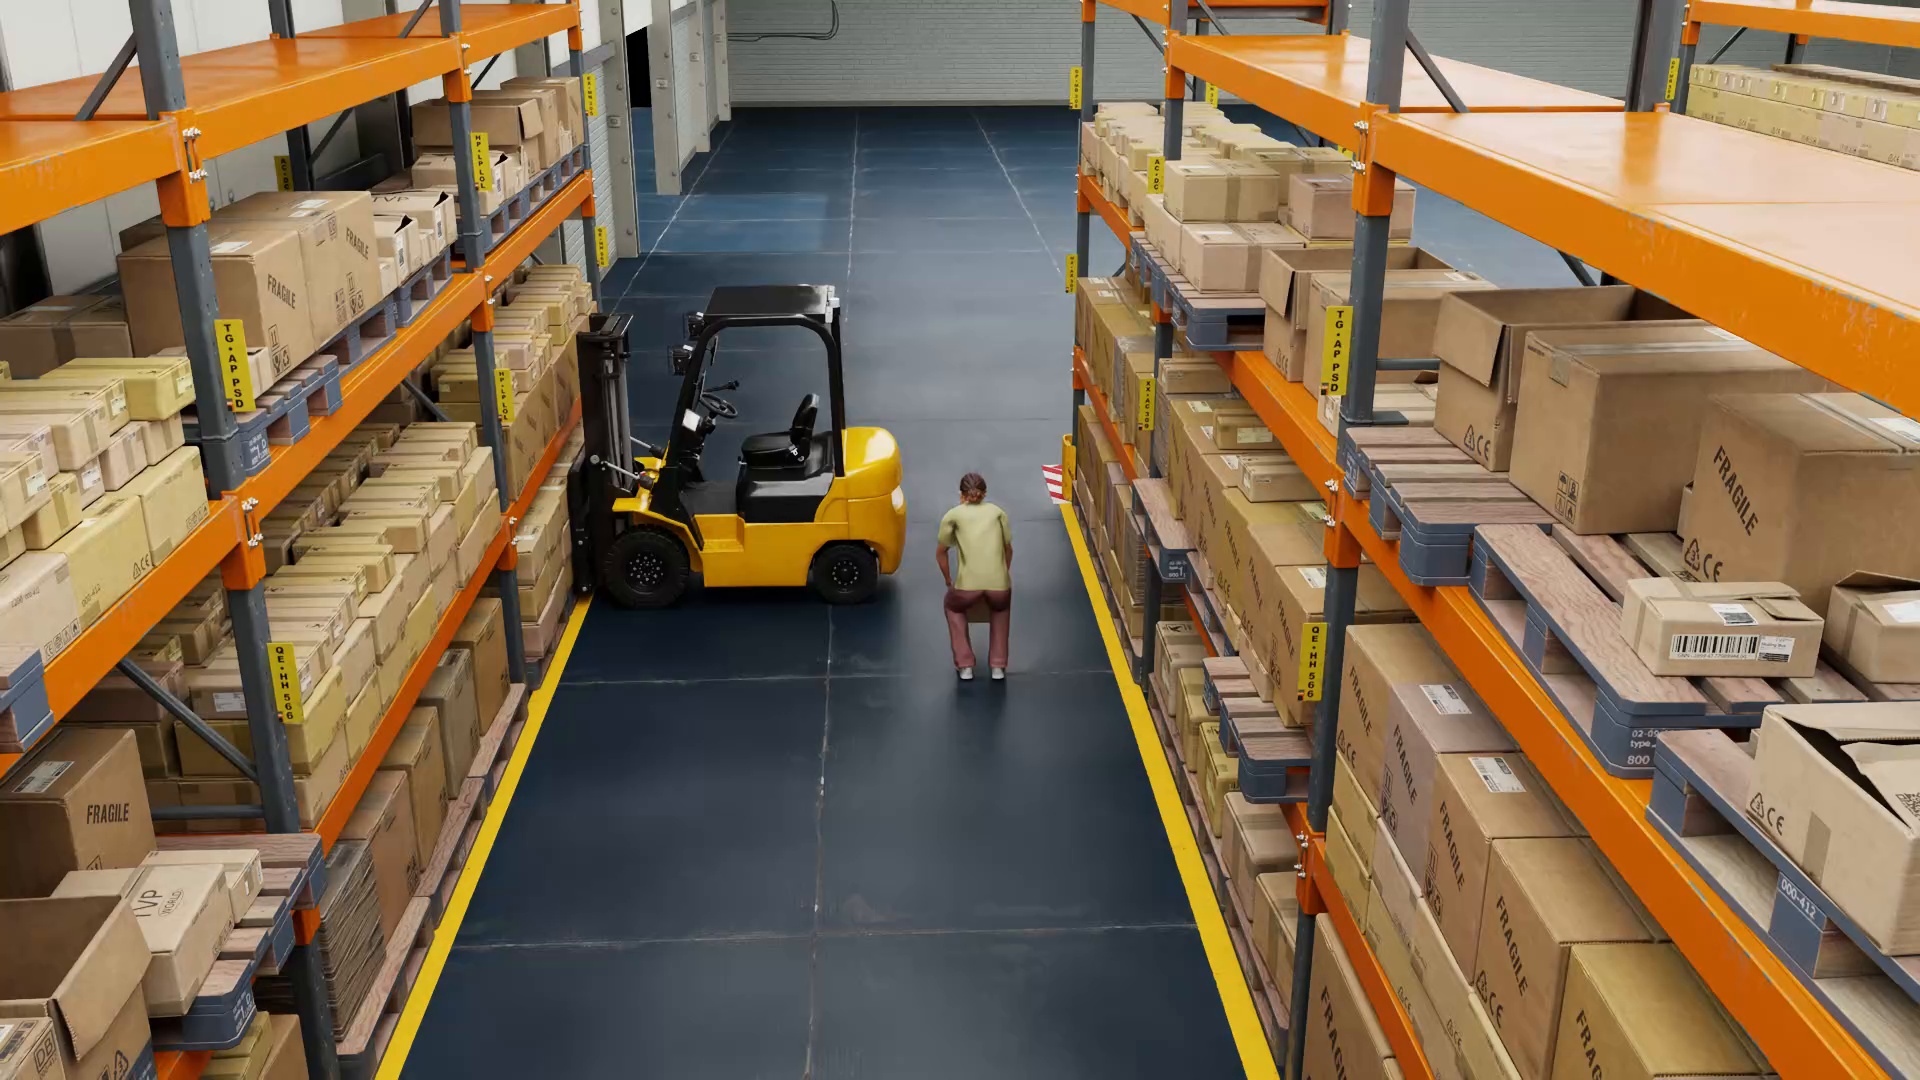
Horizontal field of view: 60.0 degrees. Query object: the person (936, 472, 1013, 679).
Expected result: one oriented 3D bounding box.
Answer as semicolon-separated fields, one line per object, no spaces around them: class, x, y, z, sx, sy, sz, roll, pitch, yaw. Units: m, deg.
person;0.099;0.250;10.946;0.512;1.307;0.681;-1;21;-3
